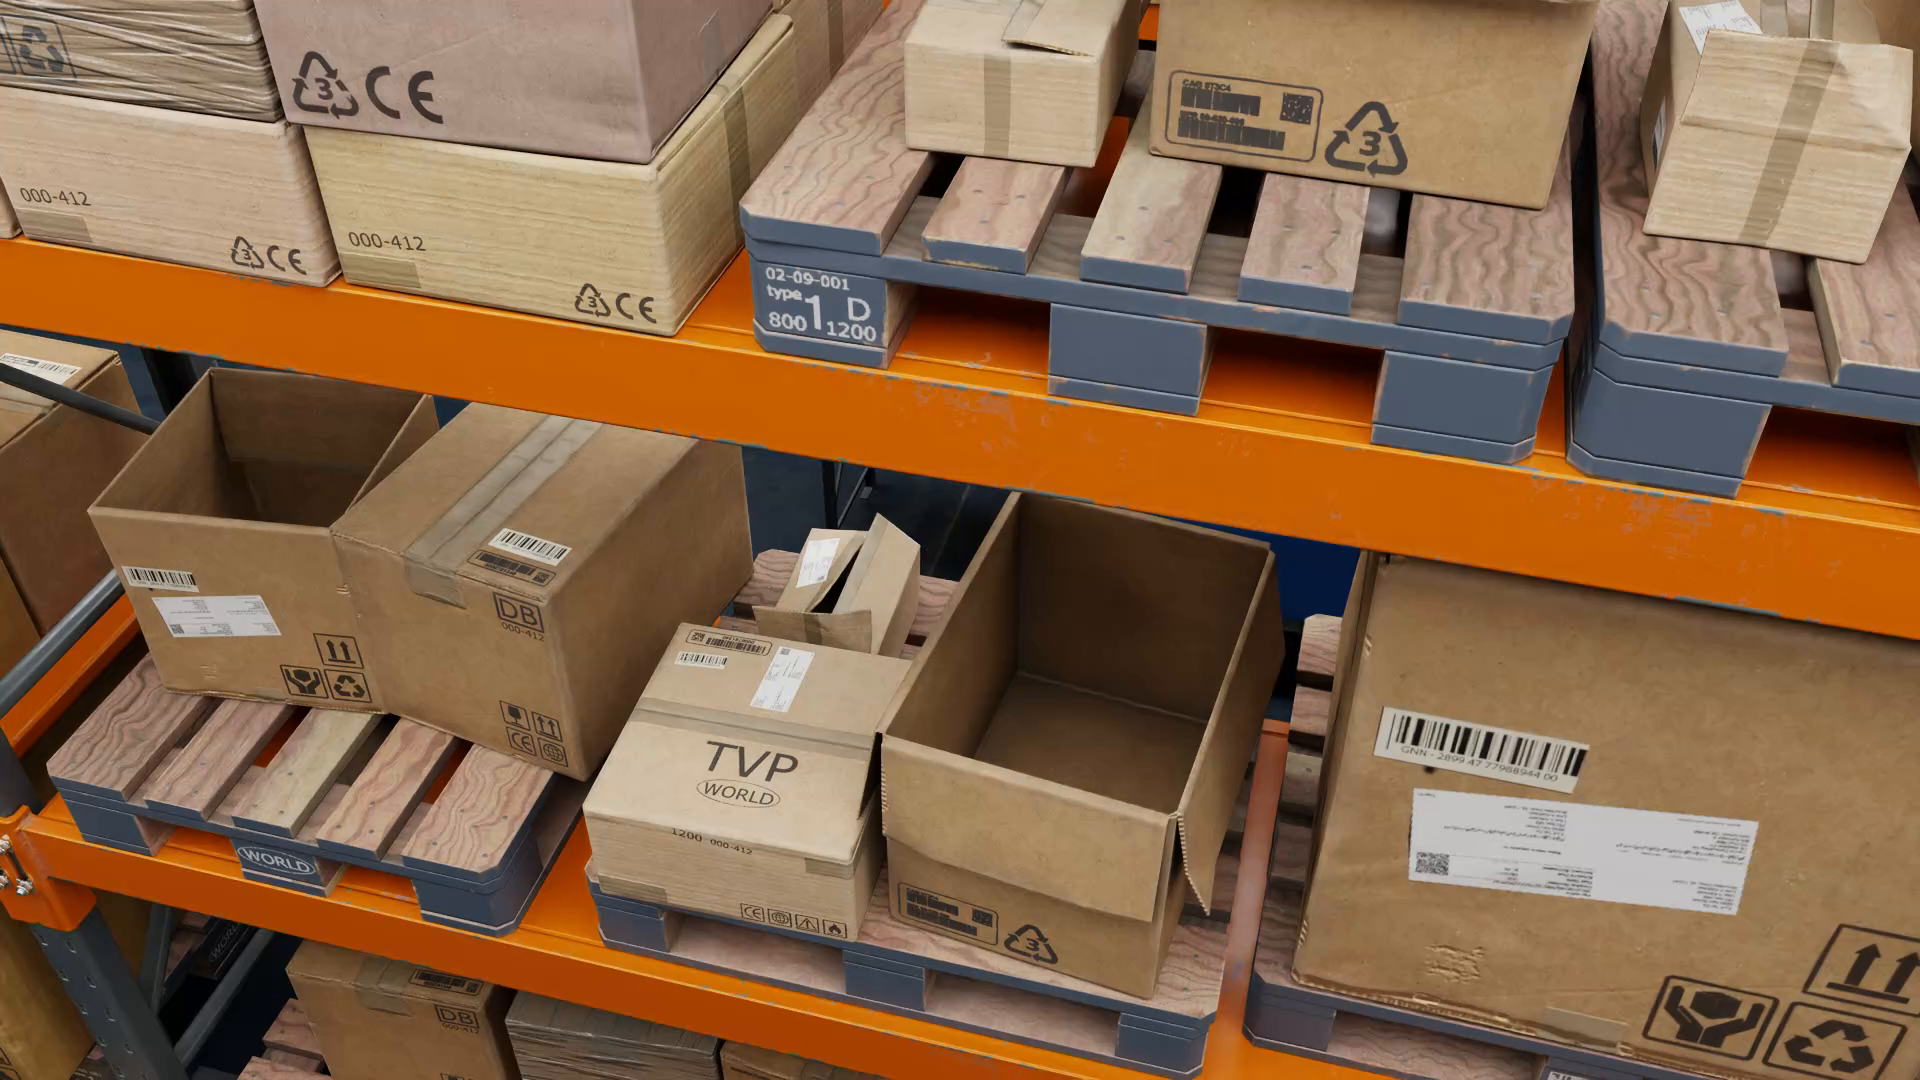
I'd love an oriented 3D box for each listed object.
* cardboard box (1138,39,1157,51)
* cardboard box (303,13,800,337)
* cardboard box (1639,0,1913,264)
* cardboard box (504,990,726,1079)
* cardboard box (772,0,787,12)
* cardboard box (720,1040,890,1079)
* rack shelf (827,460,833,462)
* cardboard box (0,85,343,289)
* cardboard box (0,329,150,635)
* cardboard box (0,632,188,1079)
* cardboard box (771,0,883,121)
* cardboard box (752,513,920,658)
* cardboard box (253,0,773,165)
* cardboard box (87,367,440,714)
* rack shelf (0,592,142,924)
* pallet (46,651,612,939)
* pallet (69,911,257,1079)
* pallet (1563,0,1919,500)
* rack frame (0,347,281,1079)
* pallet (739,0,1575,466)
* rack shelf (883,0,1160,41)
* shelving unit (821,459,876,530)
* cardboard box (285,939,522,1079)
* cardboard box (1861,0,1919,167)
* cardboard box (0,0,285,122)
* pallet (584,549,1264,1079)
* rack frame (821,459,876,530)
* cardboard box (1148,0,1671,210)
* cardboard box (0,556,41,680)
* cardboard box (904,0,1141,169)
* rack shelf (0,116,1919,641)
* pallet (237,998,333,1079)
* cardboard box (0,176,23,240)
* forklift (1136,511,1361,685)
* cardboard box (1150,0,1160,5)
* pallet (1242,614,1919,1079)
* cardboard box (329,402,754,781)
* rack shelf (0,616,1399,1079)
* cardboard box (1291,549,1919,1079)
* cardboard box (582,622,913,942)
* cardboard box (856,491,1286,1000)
[{"bbox_3d":[0.857,-1.933,7.643,0.750,0.750,1.050,10,41,12],"label":"cardboard box"},{"bbox_3d":[-0.550,-0.560,2.368,0.500,0.250,0.500,11,41,12],"label":"cardboard box"},{"bbox_3d":[0.997,-0.557,2.026,0.258,0.266,0.396,11,41,13],"label":"cardboard box"},{"bbox_3d":[-0.742,1.102,4.207,0.500,0.500,0.700,7,40,8],"label":"cardboard box"},{"bbox_3d":[-0.435,-1.154,2.493,0.500,0.500,0.500,10,41,12],"label":"cardboard box"},{"bbox_3d":[-0.192,1.192,4.100,0.500,0.500,0.700,13,42,15],"label":"cardboard box"},{"bbox_3d":[0.082,-0.422,5.866,1.000,0.185,0.538,10,41,11],"label":"rack shelf"},{"bbox_3d":[-1.049,-0.639,2.463,0.500,0.250,0.500,11,41,12],"label":"cardboard box"},{"bbox_3d":[-2.333,-0.158,4.028,0.500,0.500,0.500,11,41,13],"label":"cardboard box"},{"bbox_3d":[-2.595,0.655,4.463,0.875,0.875,1.225,8,41,9],"label":"cardboard box"},{"bbox_3d":[-0.444,-0.875,2.744,0.500,0.250,0.500,11,41,13],"label":"cardboard box"},{"bbox_3d":[-0.253,0.130,3.540,0.258,0.266,0.396,9,41,10],"label":"cardboard box"},{"bbox_3d":[-0.569,-0.844,2.124,0.500,0.500,0.500,9,41,10],"label":"cardboard box"},{"bbox_3d":[-1.401,-0.004,3.518,0.500,0.500,0.500,5,40,6],"label":"cardboard box"},{"bbox_3d":[-3.865,0.073,4.390,4.000,0.370,1.077,10,41,11],"label":"rack shelf"},{"bbox_3d":[-1.217,0.256,3.762,1.003,0.211,1.213,10,41,11],"label":"pallet"},{"bbox_3d":[-2.676,1.020,4.871,1.213,0.211,1.003,10,41,11],"label":"pallet"},{"bbox_3d":[1.362,-0.450,2.268,1.003,0.211,1.213,10,41,11],"label":"pallet"},{"bbox_3d":[-1.933,0.130,3.763,0.127,3.000,1.000,10,41,11],"label":"rack frame"},{"bbox_3d":[0.359,-0.621,2.471,1.003,0.211,1.213,10,41,11],"label":"pallet"},{"bbox_3d":[1.378,-2.327,7.247,4.000,0.370,1.077,10,41,11],"label":"rack shelf"},{"bbox_3d":[0.082,-0.560,5.751,1.048,1.500,0.538,10,41,11],"label":"shelving unit"},{"bbox_3d":[-1.281,1.018,4.307,0.500,0.500,0.700,8,41,9],"label":"cardboard box"},{"bbox_3d":[1.502,-0.694,2.004,0.637,0.503,0.797,8,41,9],"label":"cardboard box"},{"bbox_3d":[-1.057,-0.924,2.219,0.500,0.500,0.500,10,41,12],"label":"cardboard box"},{"bbox_3d":[-0.011,0.507,3.463,1.213,0.211,1.003,10,41,11],"label":"pallet"},{"bbox_3d":[-0.409,-0.645,5.851,0.032,1.500,0.500,10,41,11],"label":"rack frame"},{"bbox_3d":[0.592,-0.850,2.190,0.637,0.503,0.797,11,41,13],"label":"cardboard box"},{"bbox_3d":[-2.474,0.164,3.645,0.500,0.500,0.500,11,41,13],"label":"cardboard box"},{"bbox_3d":[0.094,-0.674,2.243,0.250,0.166,0.380,9,41,10],"label":"cardboard box"},{"bbox_3d":[-0.001,-0.411,2.633,4.000,0.370,1.077,10,41,11],"label":"rack shelf"},{"bbox_3d":[-1.179,1.329,4.504,1.213,0.211,1.003,10,41,11],"label":"pallet"},{"bbox_3d":[-1.545,-0.725,2.565,0.500,0.250,0.500,10,41,12],"label":"cardboard box"},{"bbox_3d":[2.088,-0.800,4.924,3.031,2.935,1.130,9,41,11],"label":"forklift"},{"bbox_3d":[0.789,-2.564,6.892,0.500,0.500,0.500,10,41,11],"label":"cardboard box"},{"bbox_3d":[1.230,0.651,3.291,1.213,0.211,1.003,10,41,11],"label":"pallet"},{"bbox_3d":[-0.836,0.027,3.482,0.500,0.500,0.700,16,42,18],"label":"cardboard box"},{"bbox_3d":[-0.001,0.738,3.598,4.000,0.370,1.077,10,41,11],"label":"rack shelf"},{"bbox_3d":[1.199,0.186,2.904,1.000,1.000,1.000,10,41,12],"label":"cardboard box"},{"bbox_3d":[-0.374,0.448,3.174,0.500,0.250,0.500,9,41,10],"label":"cardboard box"},{"bbox_3d":[0.232,0.364,3.077,0.637,0.503,0.797,14,42,16],"label":"cardboard box"}]
